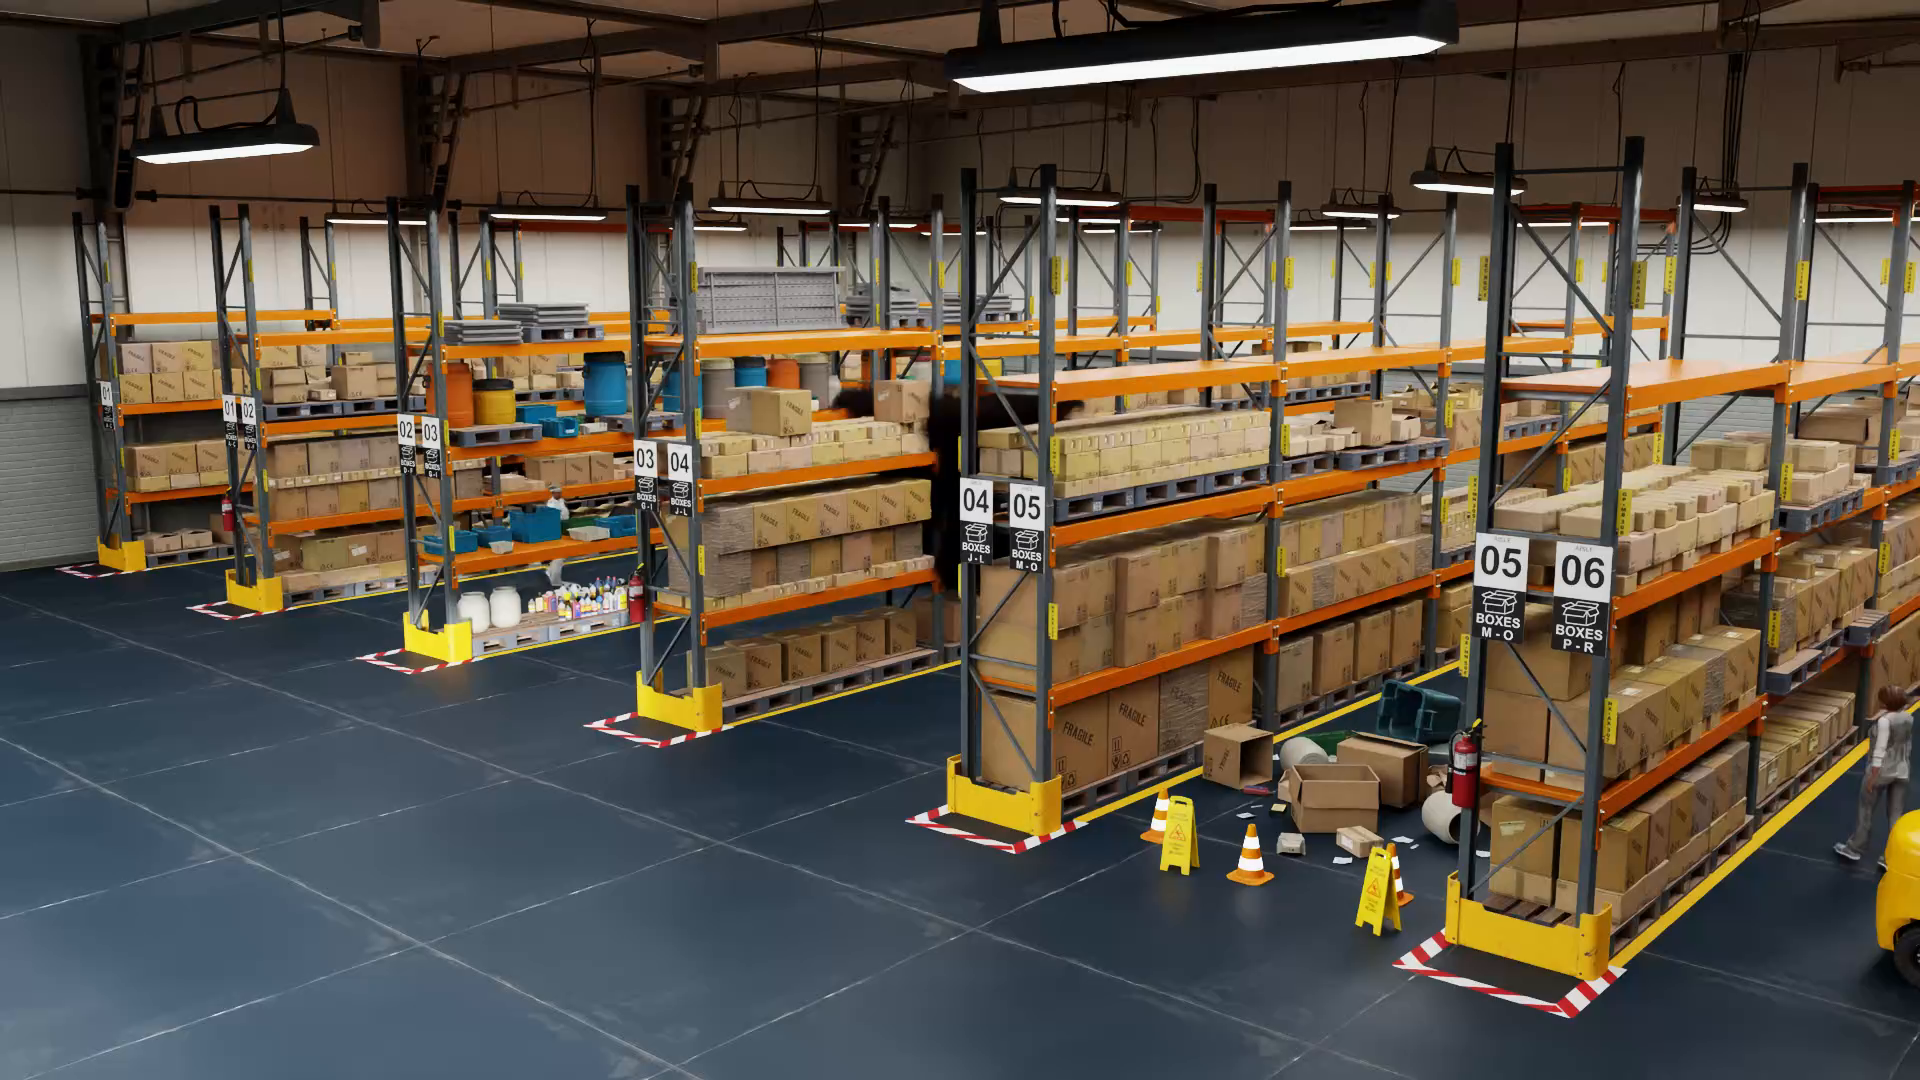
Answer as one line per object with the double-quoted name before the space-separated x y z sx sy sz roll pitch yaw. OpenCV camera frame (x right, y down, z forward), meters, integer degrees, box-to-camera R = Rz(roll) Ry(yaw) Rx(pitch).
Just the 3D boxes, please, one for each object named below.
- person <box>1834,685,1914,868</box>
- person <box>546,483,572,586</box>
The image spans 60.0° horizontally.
"person" 7.981 2.020 14.363 0.454 1.586 0.590 0 9 -2
"person" -6.423 -0.090 26.668 0.405 1.681 0.451 -2 10 -13
